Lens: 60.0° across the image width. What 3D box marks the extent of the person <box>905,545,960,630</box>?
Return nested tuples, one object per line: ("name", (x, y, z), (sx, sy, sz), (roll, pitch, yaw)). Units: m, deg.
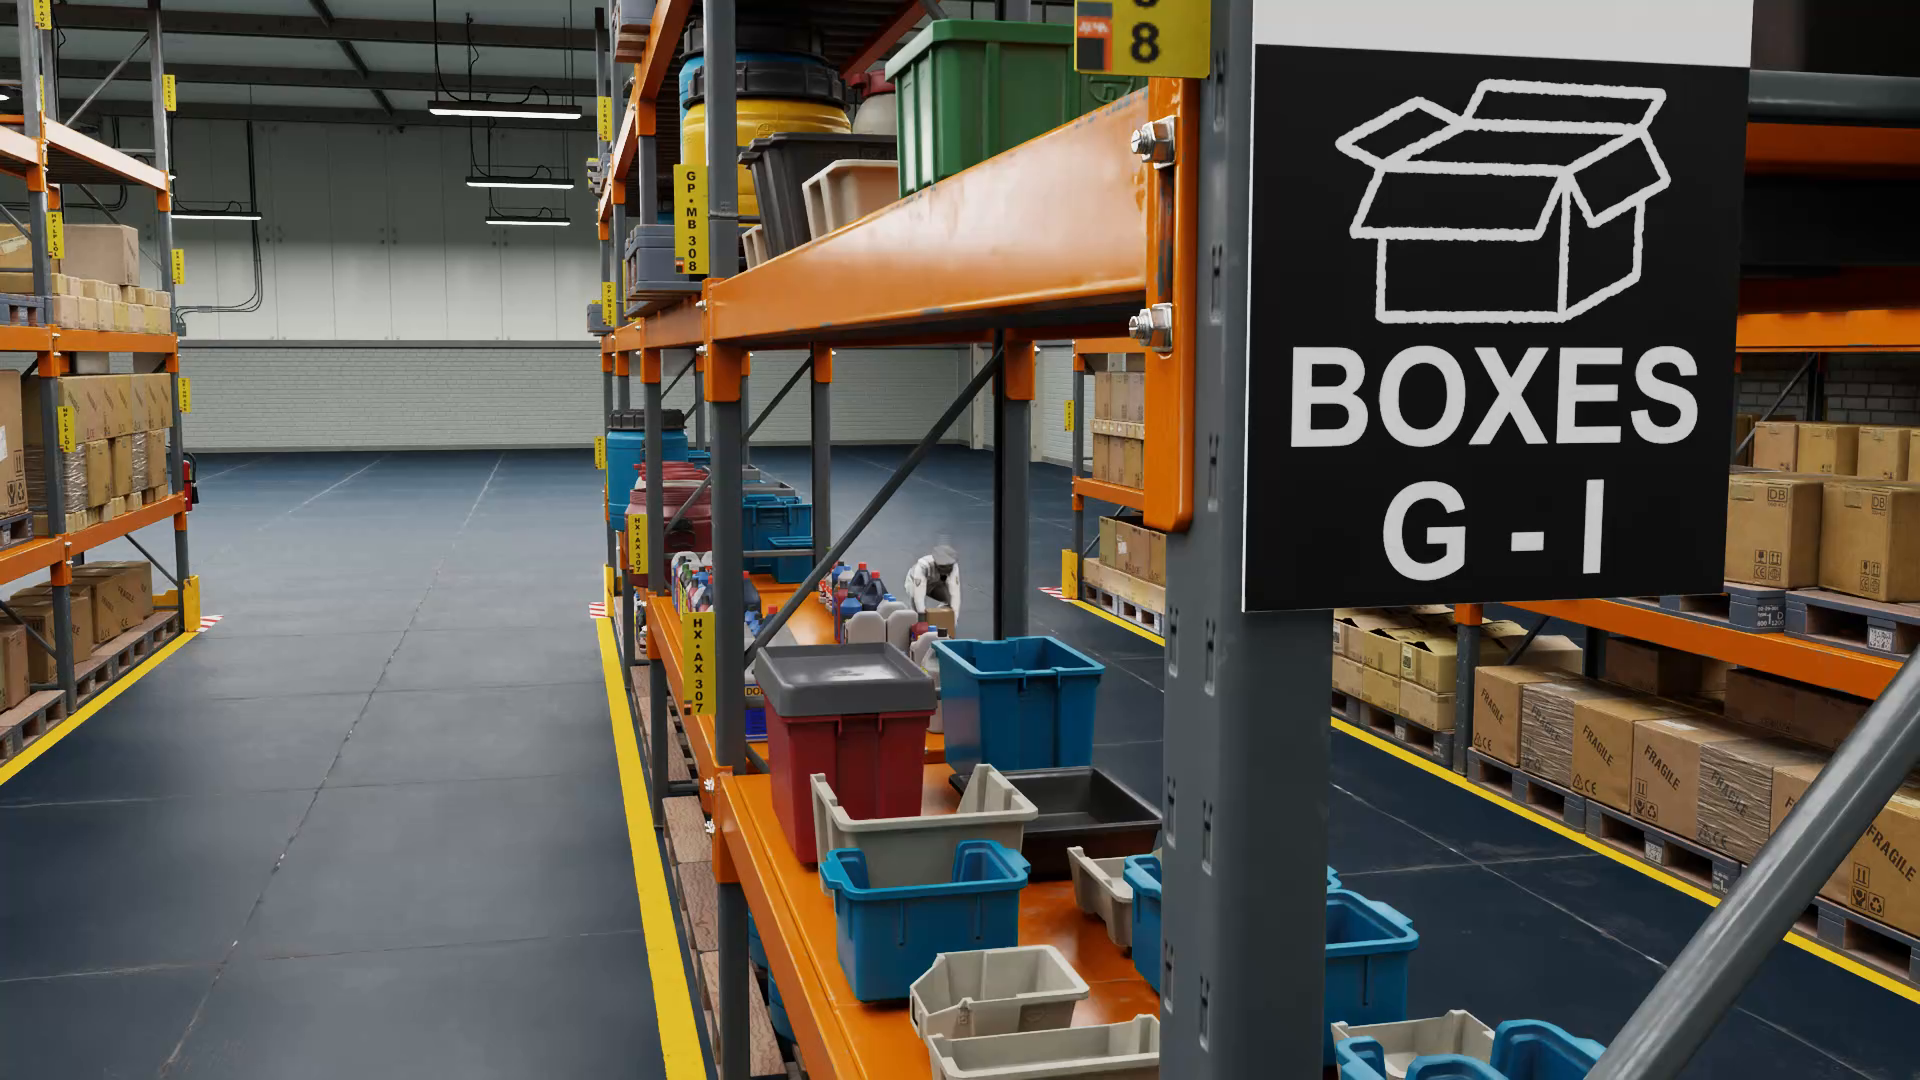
("person", (-0.259, 0.448, 15.844), (0.471, 0.857, 0.858), (-2, 6, -14))
